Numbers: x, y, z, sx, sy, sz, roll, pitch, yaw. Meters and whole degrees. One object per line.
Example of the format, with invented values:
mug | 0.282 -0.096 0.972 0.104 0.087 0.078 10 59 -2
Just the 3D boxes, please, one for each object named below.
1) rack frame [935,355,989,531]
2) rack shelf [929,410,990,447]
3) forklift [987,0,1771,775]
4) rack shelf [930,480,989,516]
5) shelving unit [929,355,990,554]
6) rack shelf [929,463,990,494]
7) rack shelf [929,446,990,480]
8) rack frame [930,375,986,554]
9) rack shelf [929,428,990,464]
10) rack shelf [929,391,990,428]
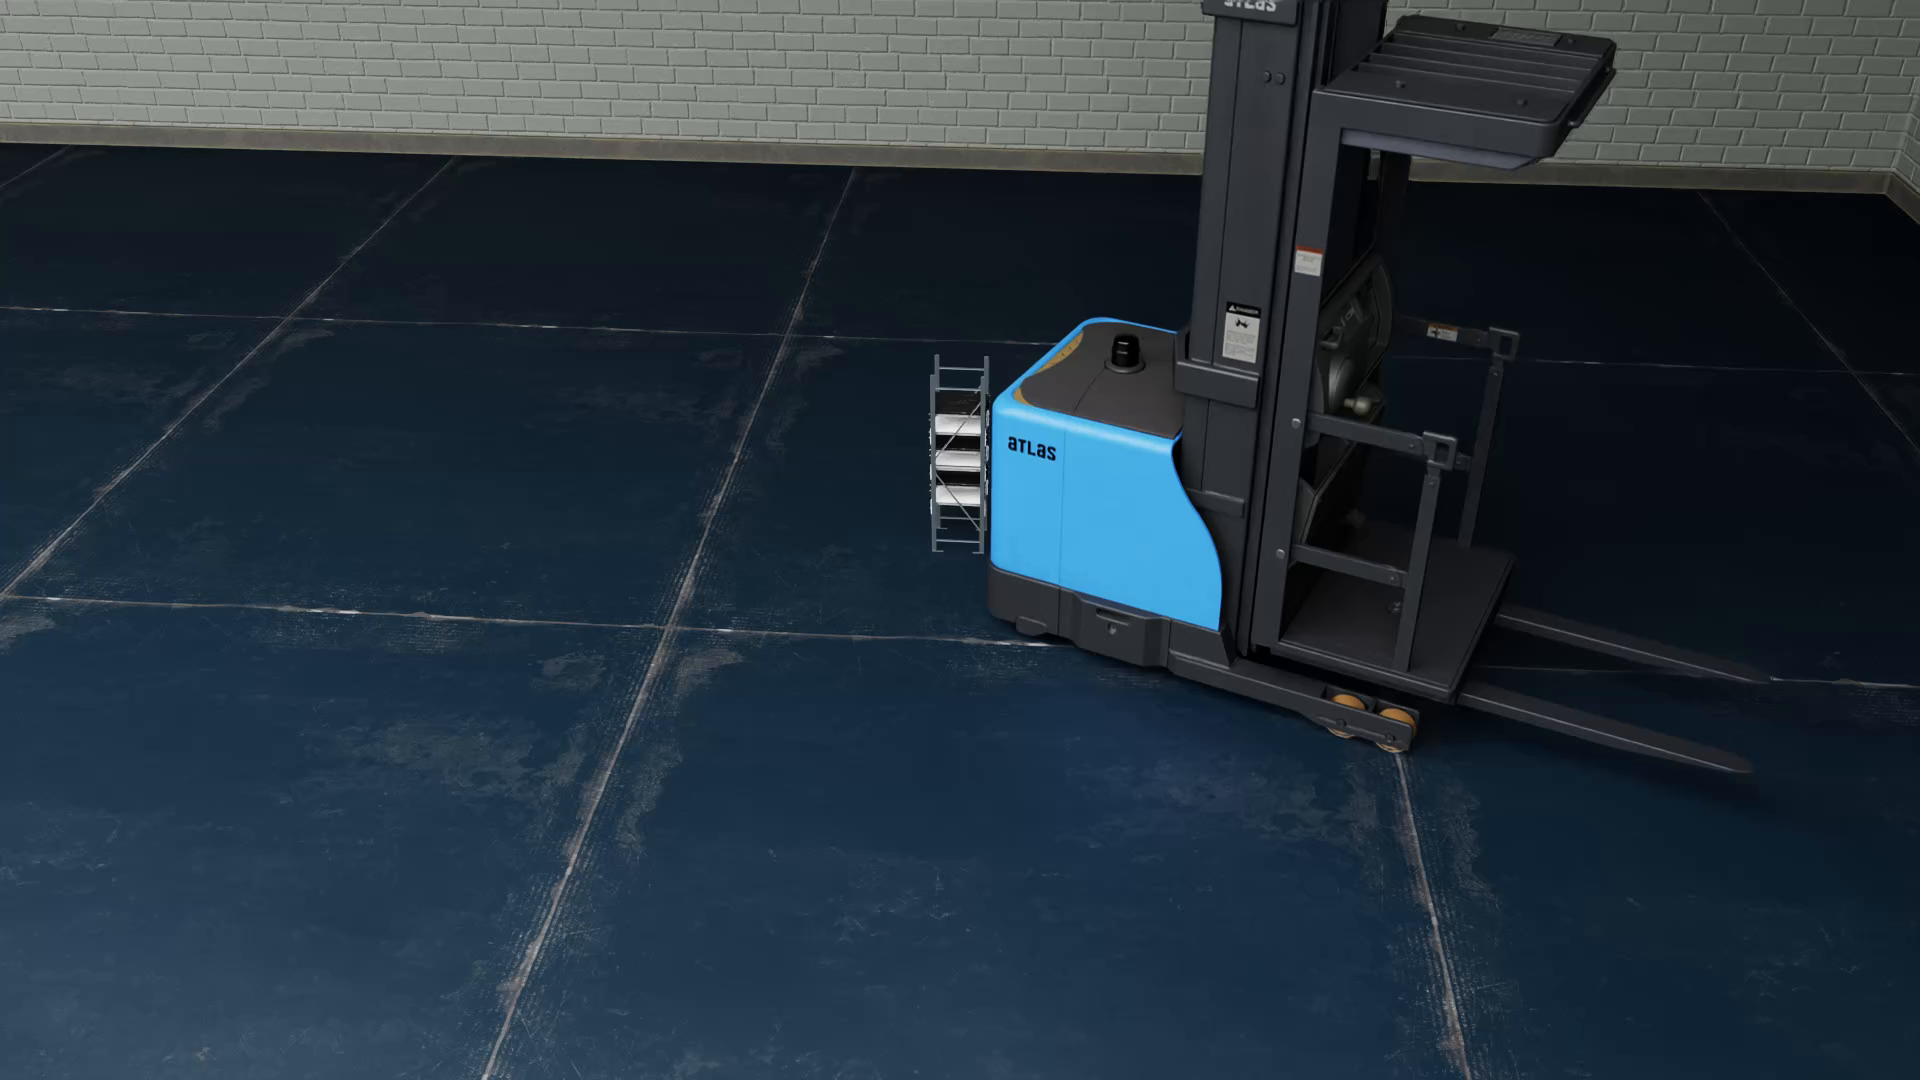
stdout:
rack frame | 0.008 -0.432 7.593 0.240 0.900 0.006 2 32 4
rack shelf | -0.001 -0.504 7.430 0.258 0.077 0.200 2 32 4
forklift | 1.660 -0.748 6.170 3.031 2.935 1.130 16 35 24
rack shelf | -0.001 -0.197 7.619 0.258 0.077 0.200 2 32 4
shelving unit | -0.001 -0.379 7.507 0.258 0.900 0.210 2 32 4
rack shelf | -0.001 -0.274 7.572 0.258 0.077 0.200 2 32 4
rack shelf | -0.001 -0.350 7.524 0.258 0.077 0.200 2 32 4
rack frame | -0.009 -0.326 7.421 0.240 0.900 0.006 2 32 4
rack shelf | -0.001 -0.427 7.477 0.258 0.077 0.200 2 32 4
rack shelf | -0.001 -0.580 7.383 0.258 0.077 0.200 2 32 4
